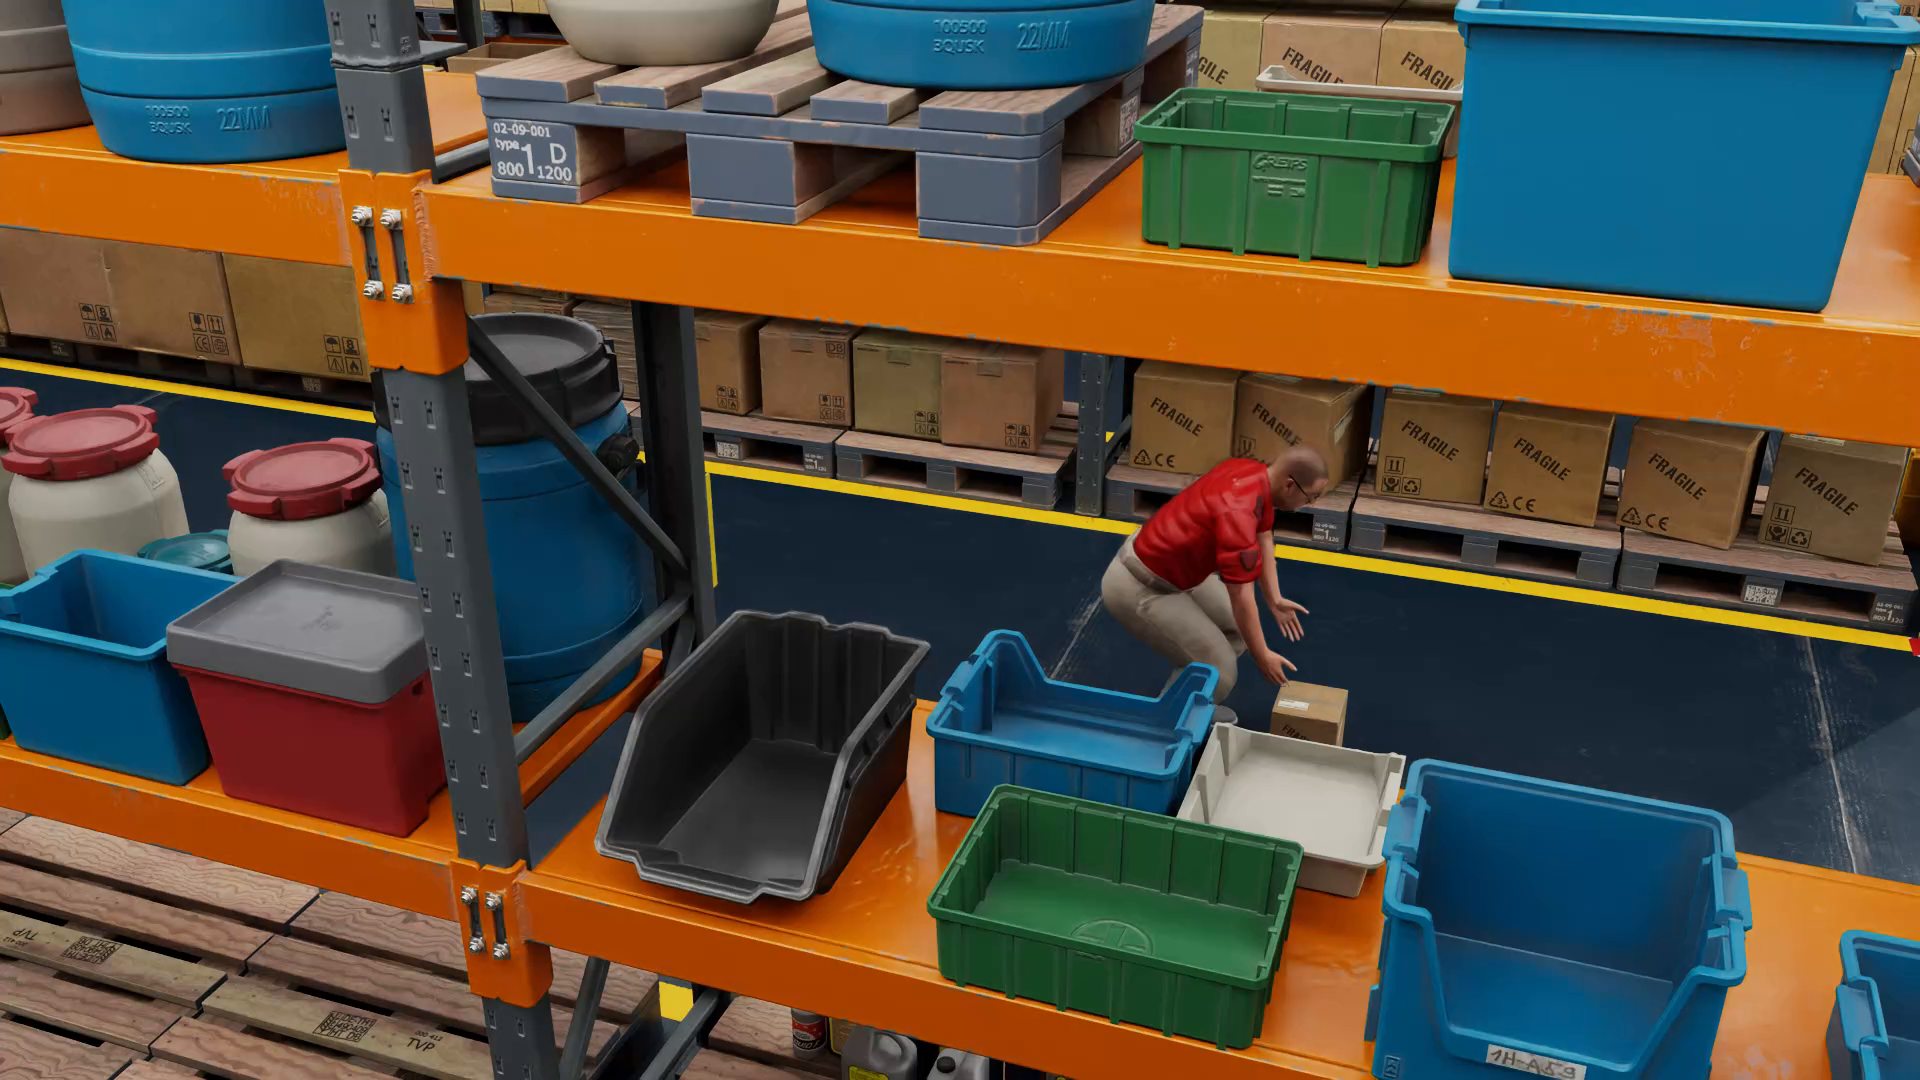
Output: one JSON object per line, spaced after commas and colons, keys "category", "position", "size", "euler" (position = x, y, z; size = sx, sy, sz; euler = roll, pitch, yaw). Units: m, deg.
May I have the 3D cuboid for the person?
{"category": "person", "position": [0.945, 0.195, 6.274], "size": [0.783, 1.259, 0.586], "euler": [9, 27, 18]}
